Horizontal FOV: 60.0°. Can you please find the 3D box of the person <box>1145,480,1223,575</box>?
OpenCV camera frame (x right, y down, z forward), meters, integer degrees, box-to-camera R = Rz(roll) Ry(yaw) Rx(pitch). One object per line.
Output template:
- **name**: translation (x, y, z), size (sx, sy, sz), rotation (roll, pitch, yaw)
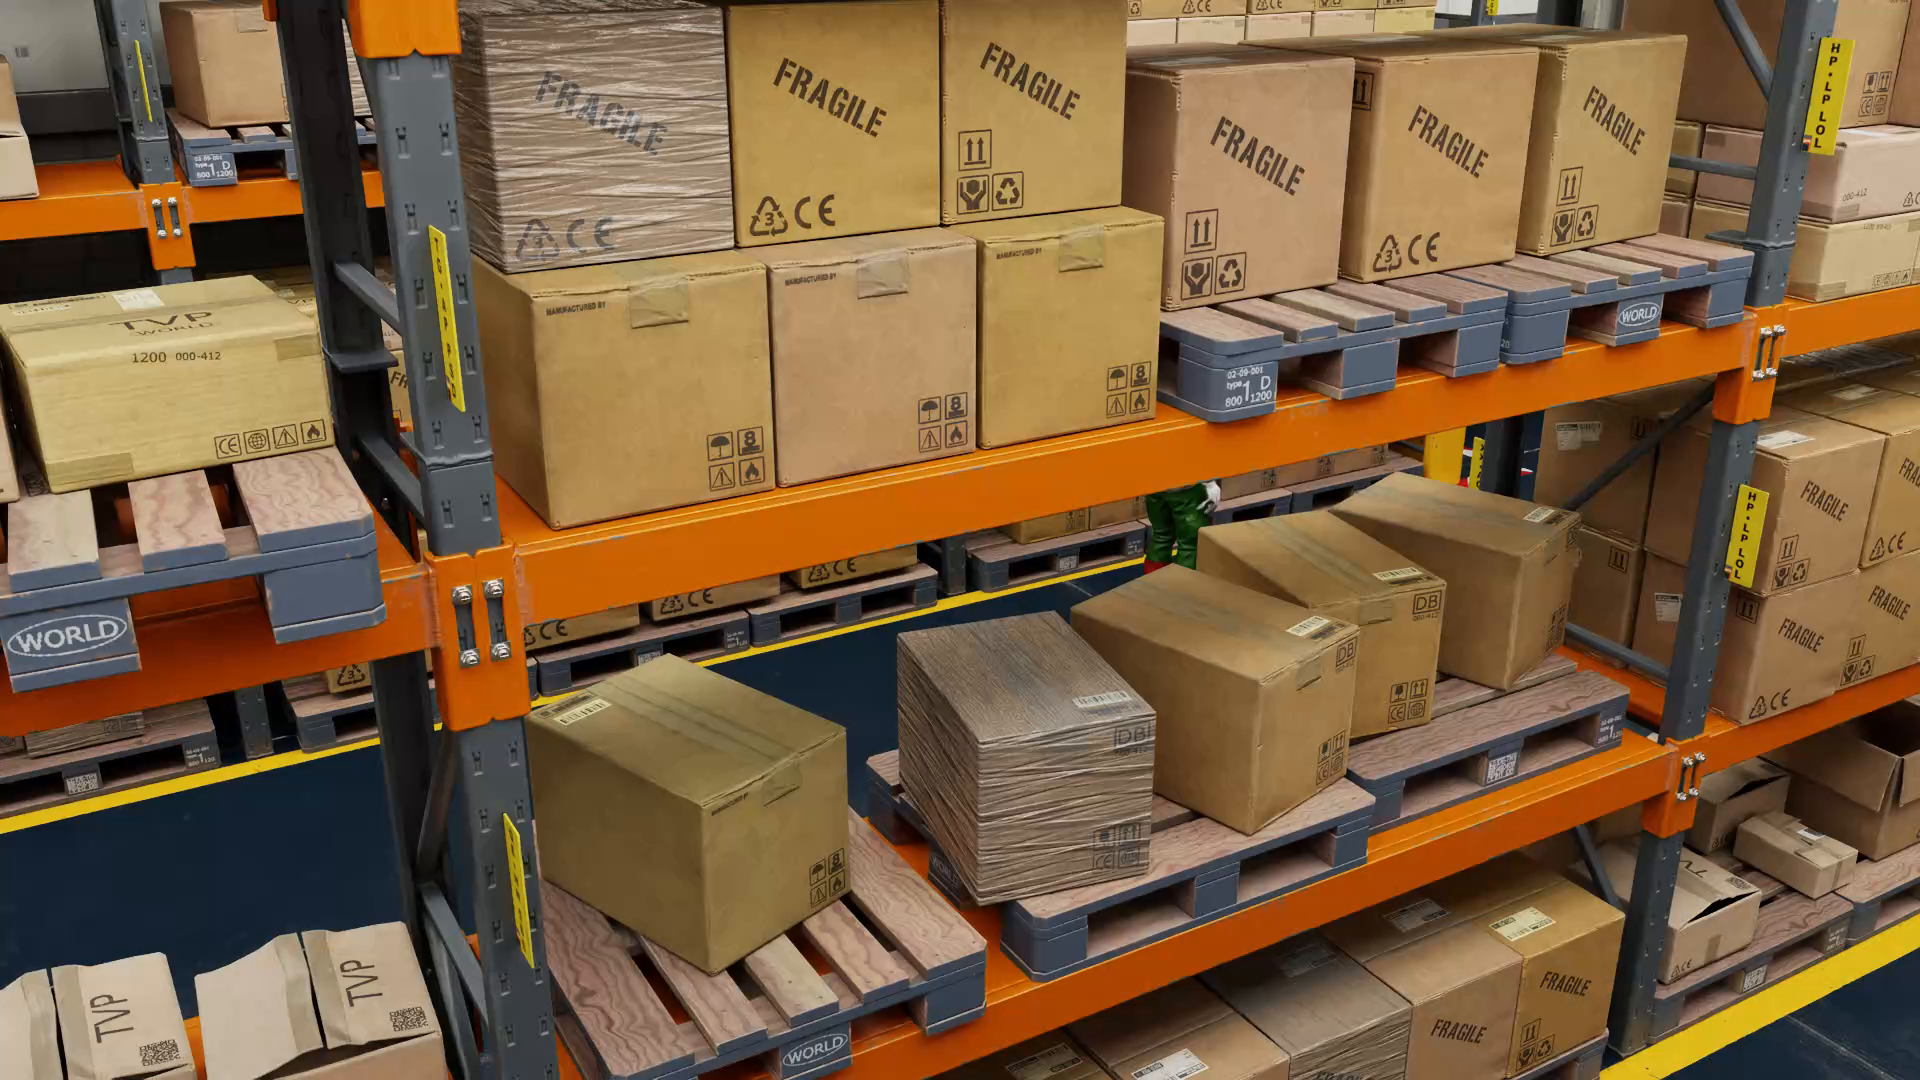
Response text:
- **person**: translation (1.265, -0.352, 9.458), size (0.452, 1.779, 0.607), rotation (-12, 25, -29)
